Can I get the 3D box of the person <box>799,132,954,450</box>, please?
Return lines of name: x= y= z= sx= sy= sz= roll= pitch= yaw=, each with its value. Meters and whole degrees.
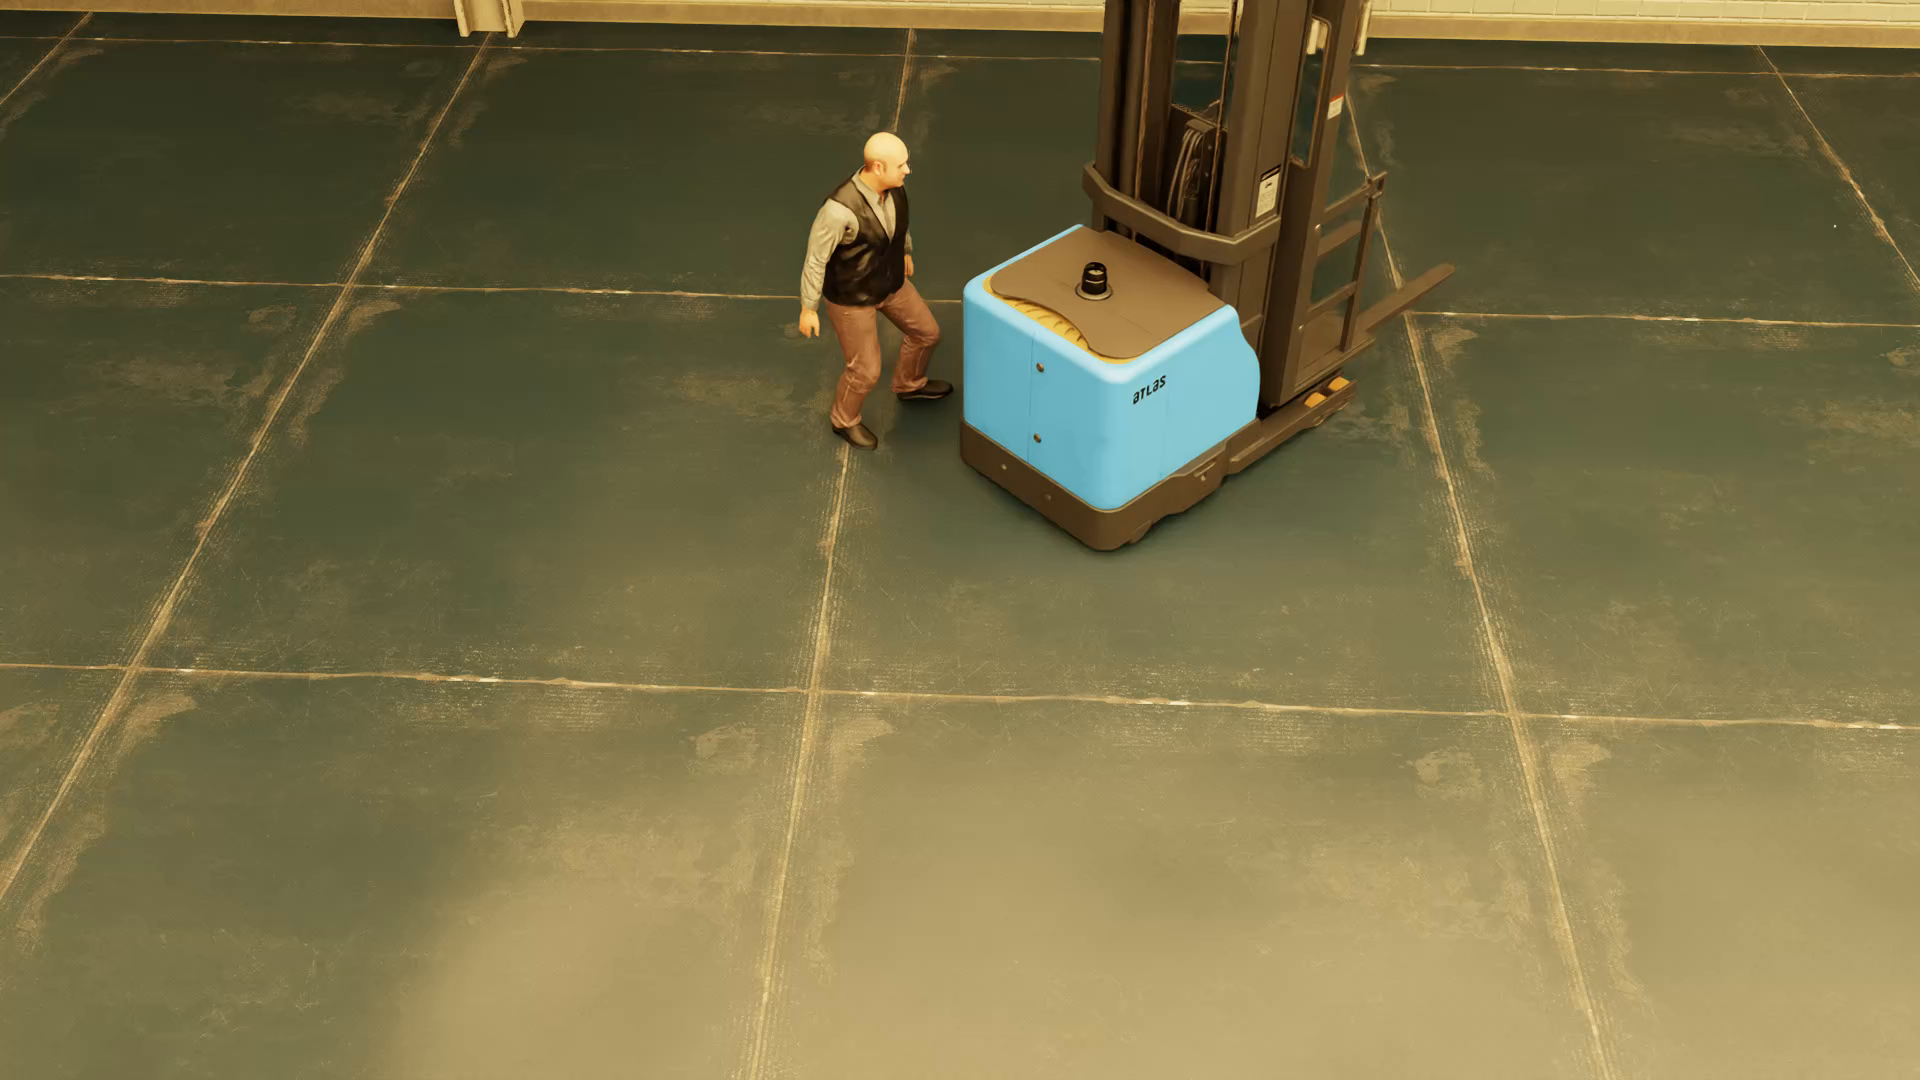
person: x=-0.416 y=-1.210 z=7.996 sx=0.409 sy=1.693 sz=0.849 roll=27 pitch=49 yaw=27

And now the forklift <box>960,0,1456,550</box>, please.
forklift: x=1.423 y=-1.904 z=7.828 sx=3.031 sy=2.935 sz=1.130 roll=-32 pitch=51 yaw=-30
